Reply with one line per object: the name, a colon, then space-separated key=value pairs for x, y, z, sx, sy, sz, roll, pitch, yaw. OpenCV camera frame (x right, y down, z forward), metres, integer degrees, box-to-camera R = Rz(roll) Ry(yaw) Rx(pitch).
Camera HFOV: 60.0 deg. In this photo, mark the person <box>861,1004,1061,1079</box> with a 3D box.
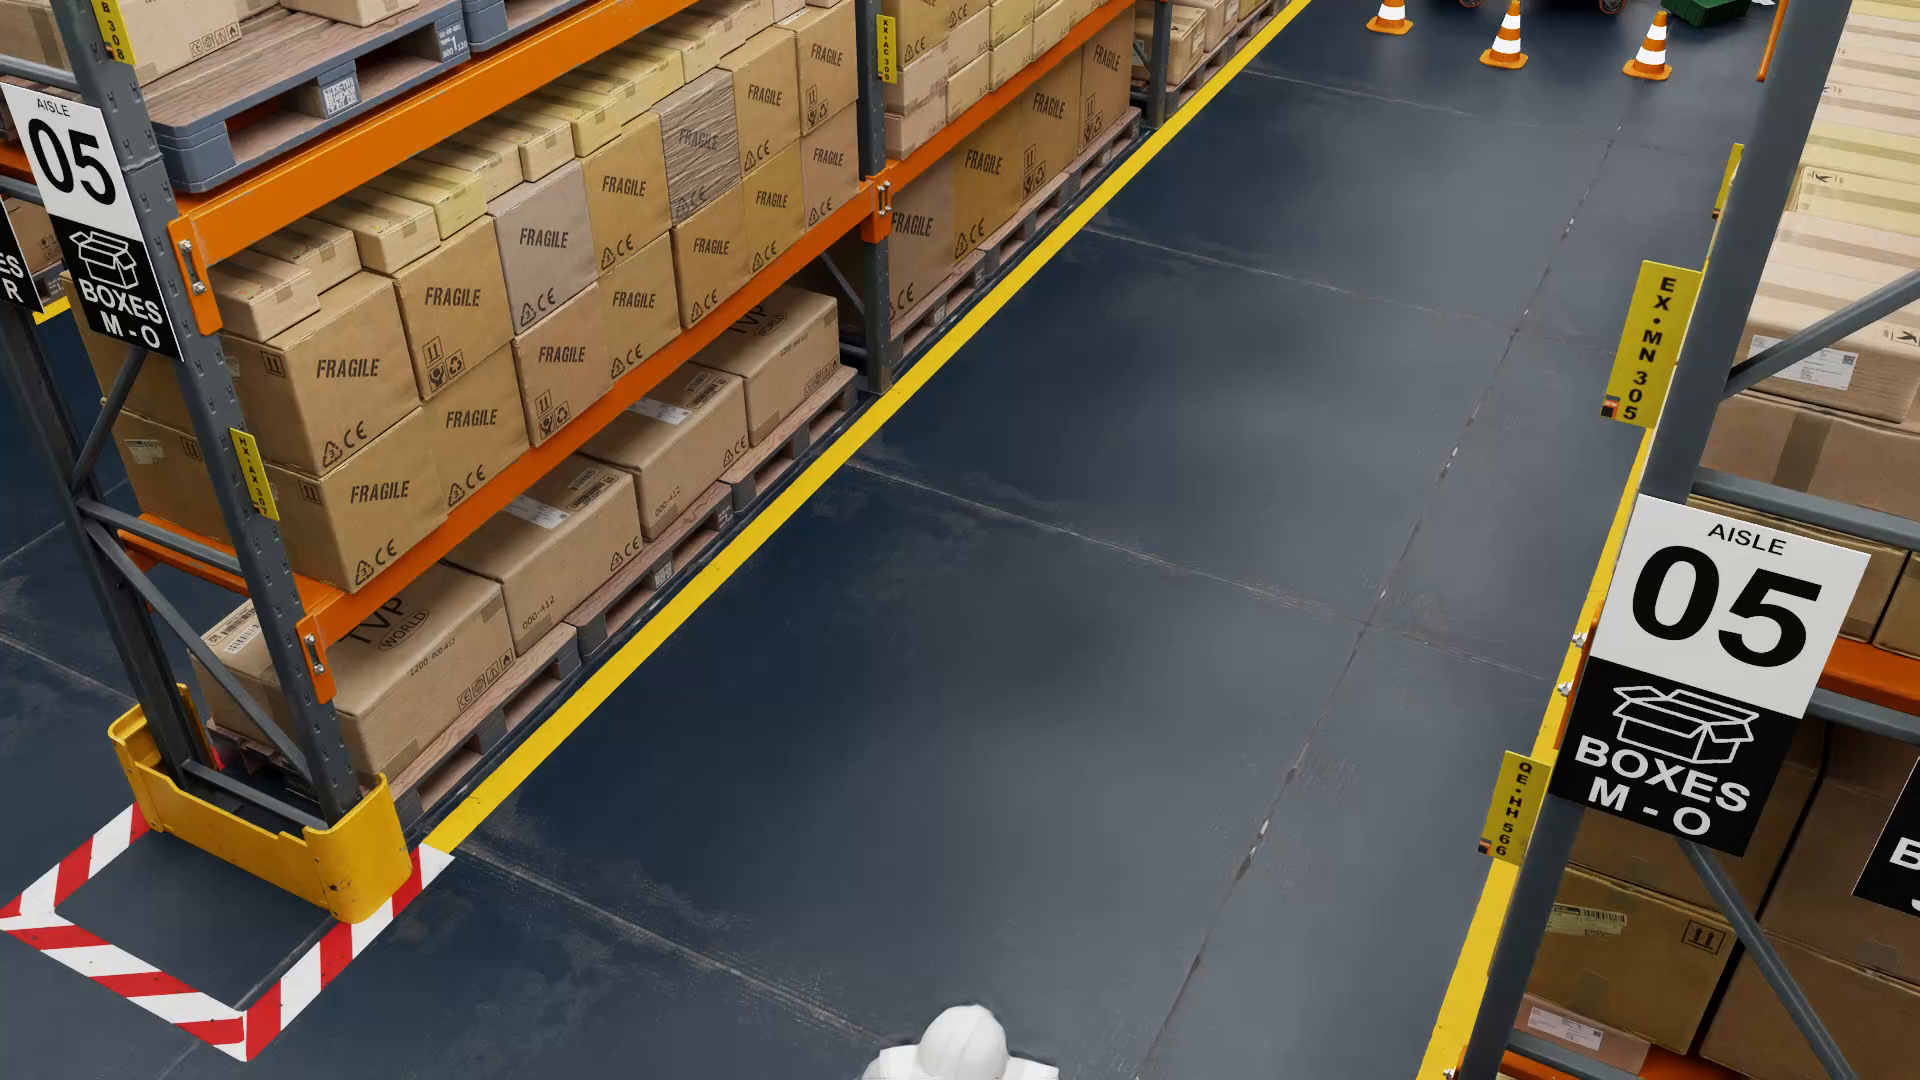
person: x=0.012 y=1.843 z=4.368 sx=0.763 sy=1.782 sz=0.887 roll=7 pitch=38 yaw=9
